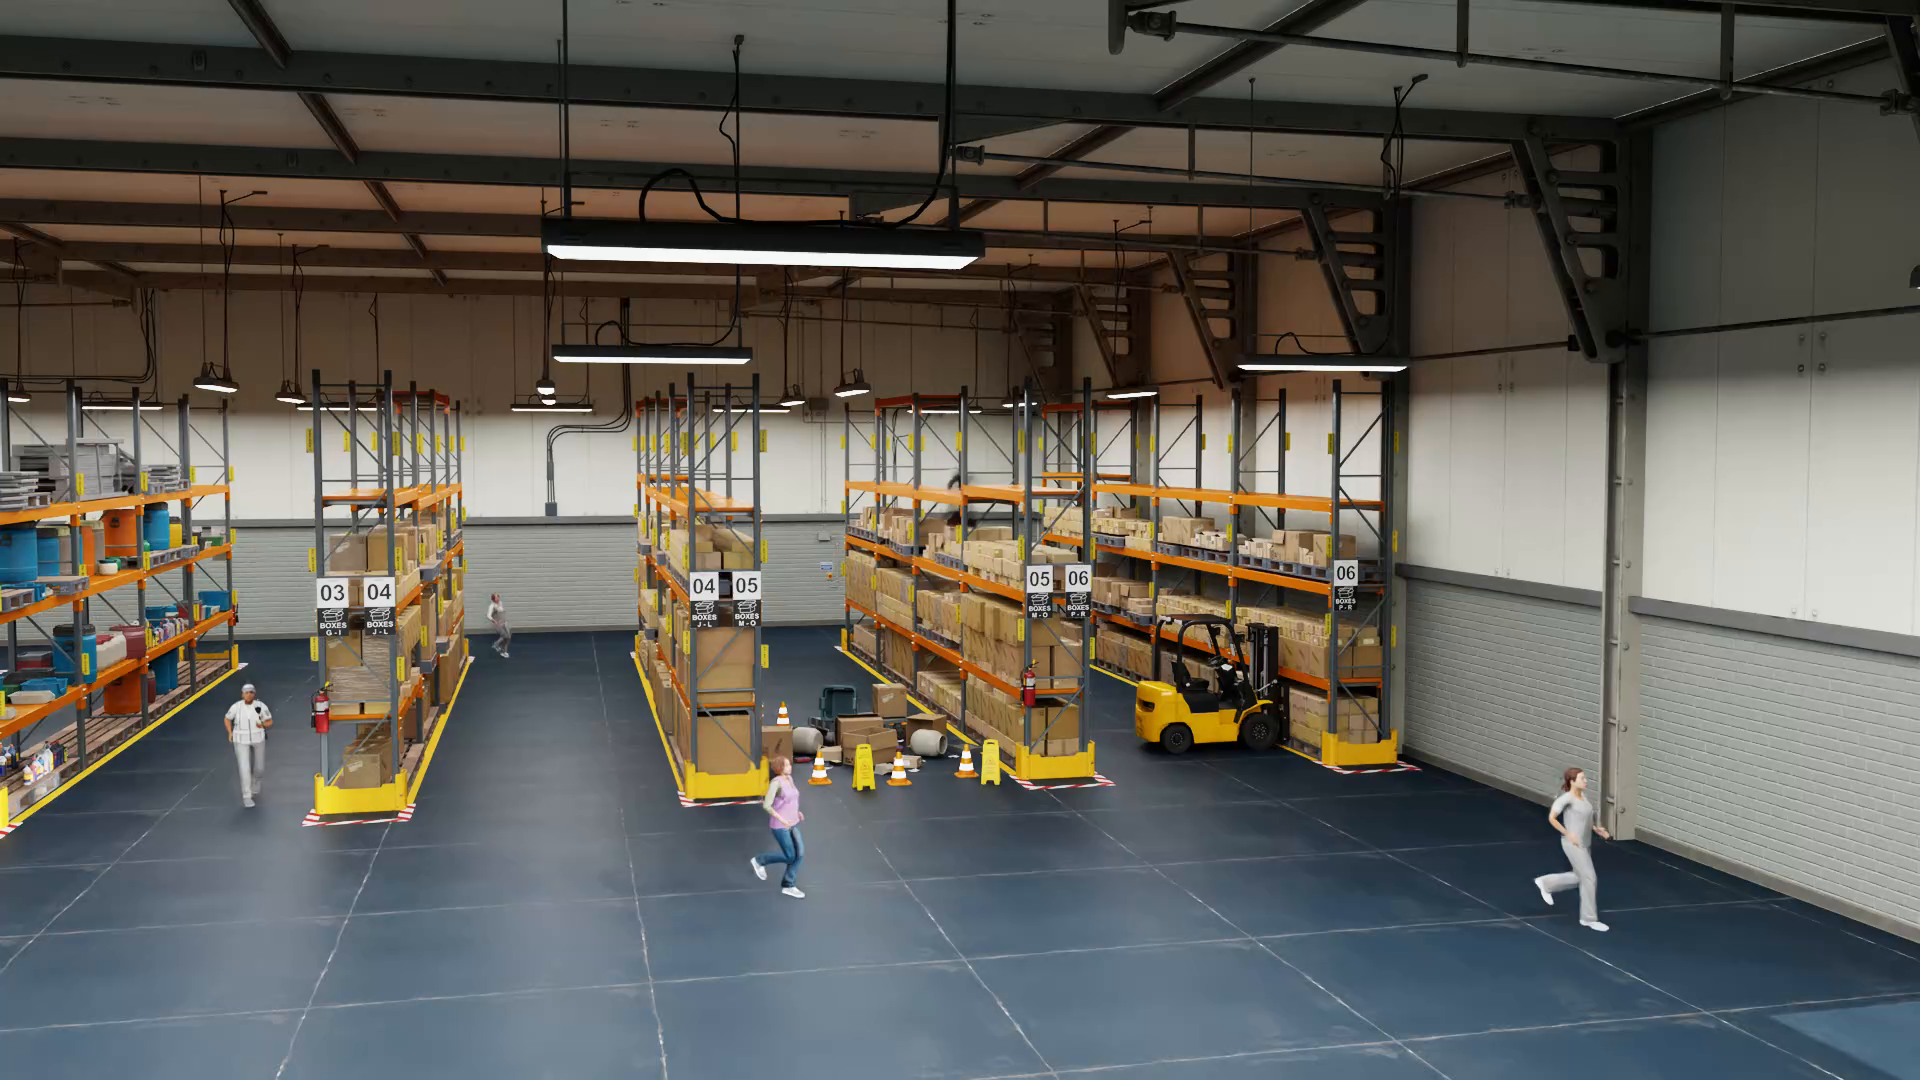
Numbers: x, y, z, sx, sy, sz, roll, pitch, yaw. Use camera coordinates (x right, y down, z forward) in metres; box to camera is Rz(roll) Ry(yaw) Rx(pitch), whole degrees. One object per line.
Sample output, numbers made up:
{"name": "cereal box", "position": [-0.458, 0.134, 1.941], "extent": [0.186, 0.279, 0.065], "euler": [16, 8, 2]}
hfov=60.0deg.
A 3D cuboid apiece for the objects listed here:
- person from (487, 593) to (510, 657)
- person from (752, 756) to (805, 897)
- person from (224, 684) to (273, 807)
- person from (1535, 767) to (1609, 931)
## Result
{"name": "person", "position": [-10.816, 1.999, 38.996], "extent": [0.485, 1.542, 0.571], "euler": [2, 4, 27]}
{"name": "person", "position": [-2.001, 3.169, 18.489], "extent": [0.623, 1.564, 0.545], "euler": [1, 4, 24]}
{"name": "person", "position": [-9.894, 2.825, 23.161], "extent": [0.614, 1.645, 0.918], "euler": [-2, 4, -29]}
{"name": "person", "position": [6.374, 3.188, 17.336], "extent": [0.818, 1.660, 0.566], "euler": [3, 5, 45]}
